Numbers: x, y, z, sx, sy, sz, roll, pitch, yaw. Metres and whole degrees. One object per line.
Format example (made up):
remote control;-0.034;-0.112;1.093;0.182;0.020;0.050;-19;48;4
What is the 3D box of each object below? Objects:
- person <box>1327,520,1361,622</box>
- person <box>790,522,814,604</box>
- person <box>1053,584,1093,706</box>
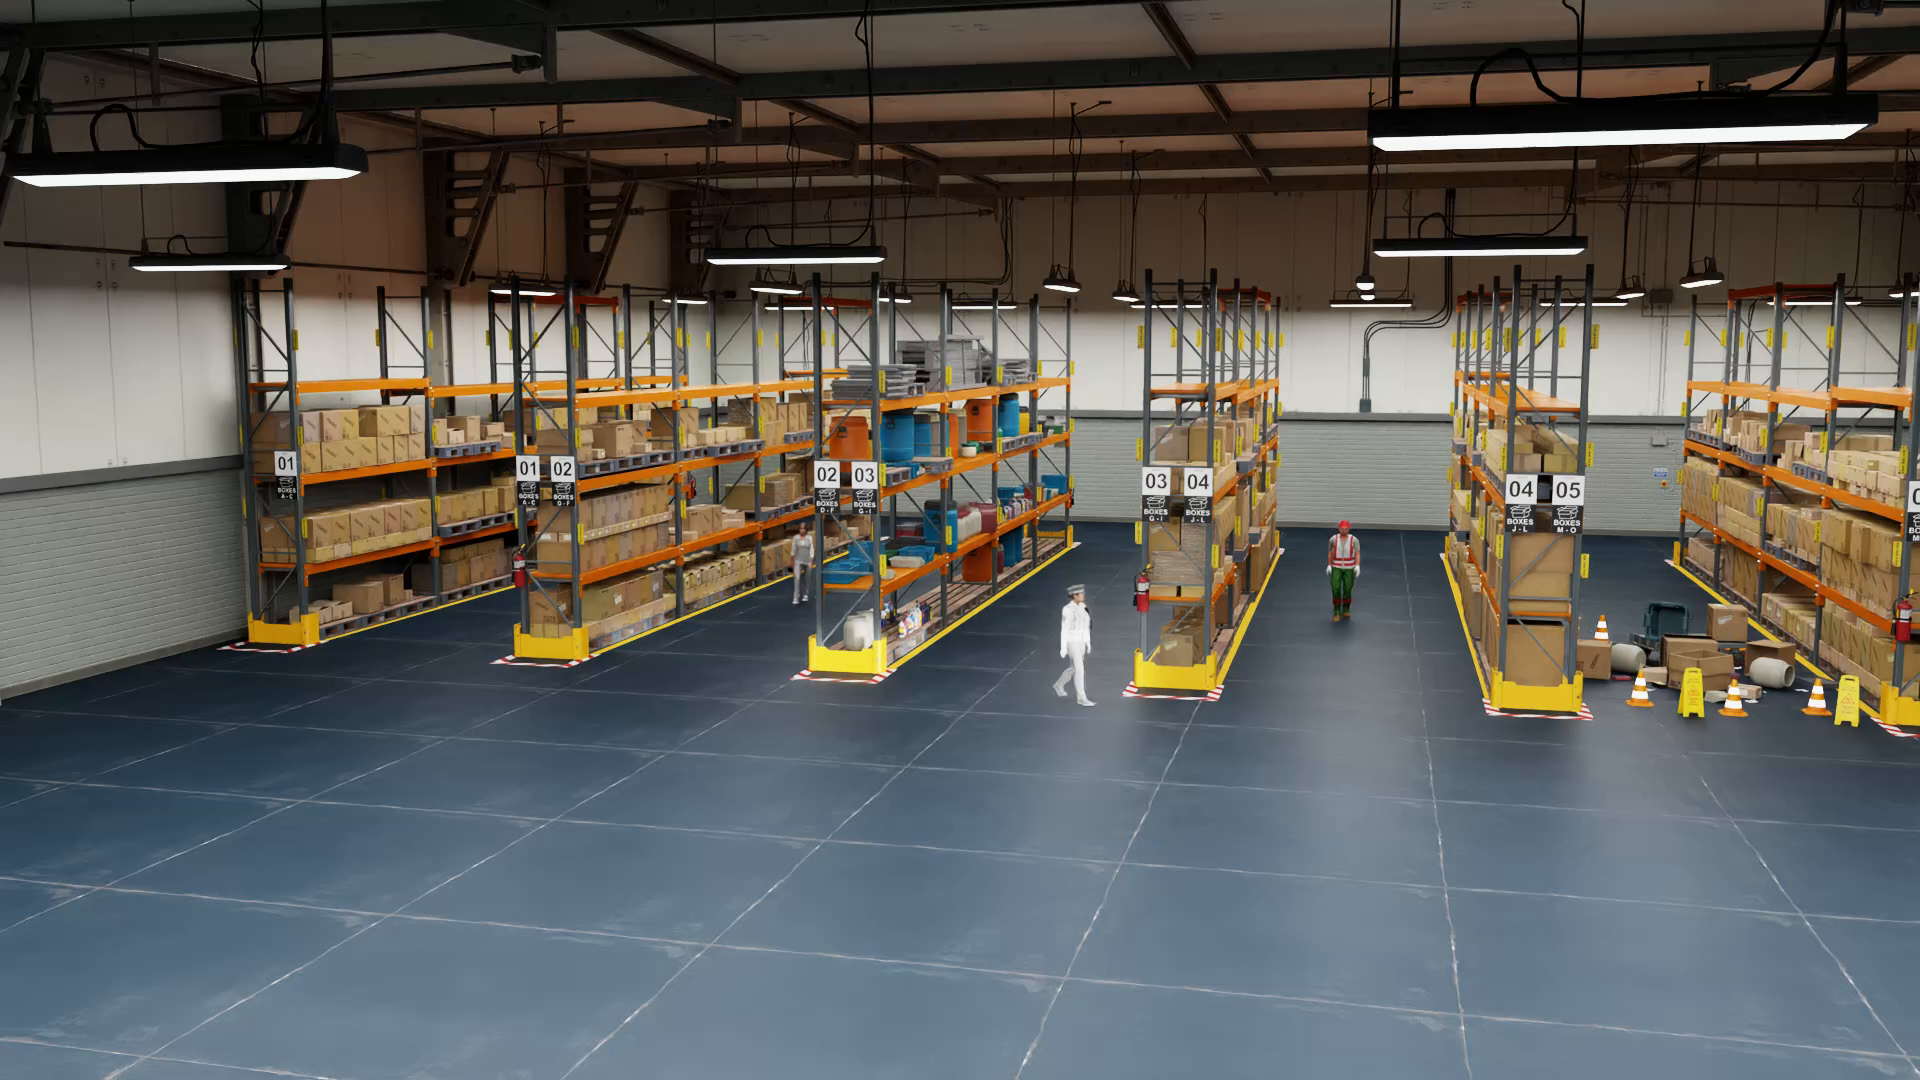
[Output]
person;6.890;0.553;29.885;0.601;1.838;0.550;2;7;15
person;-2.991;0.445;31.524;0.454;1.529;0.969;-1;7;-9
person;1.601;1.420;23.088;0.848;1.647;0.522;6;9;41
